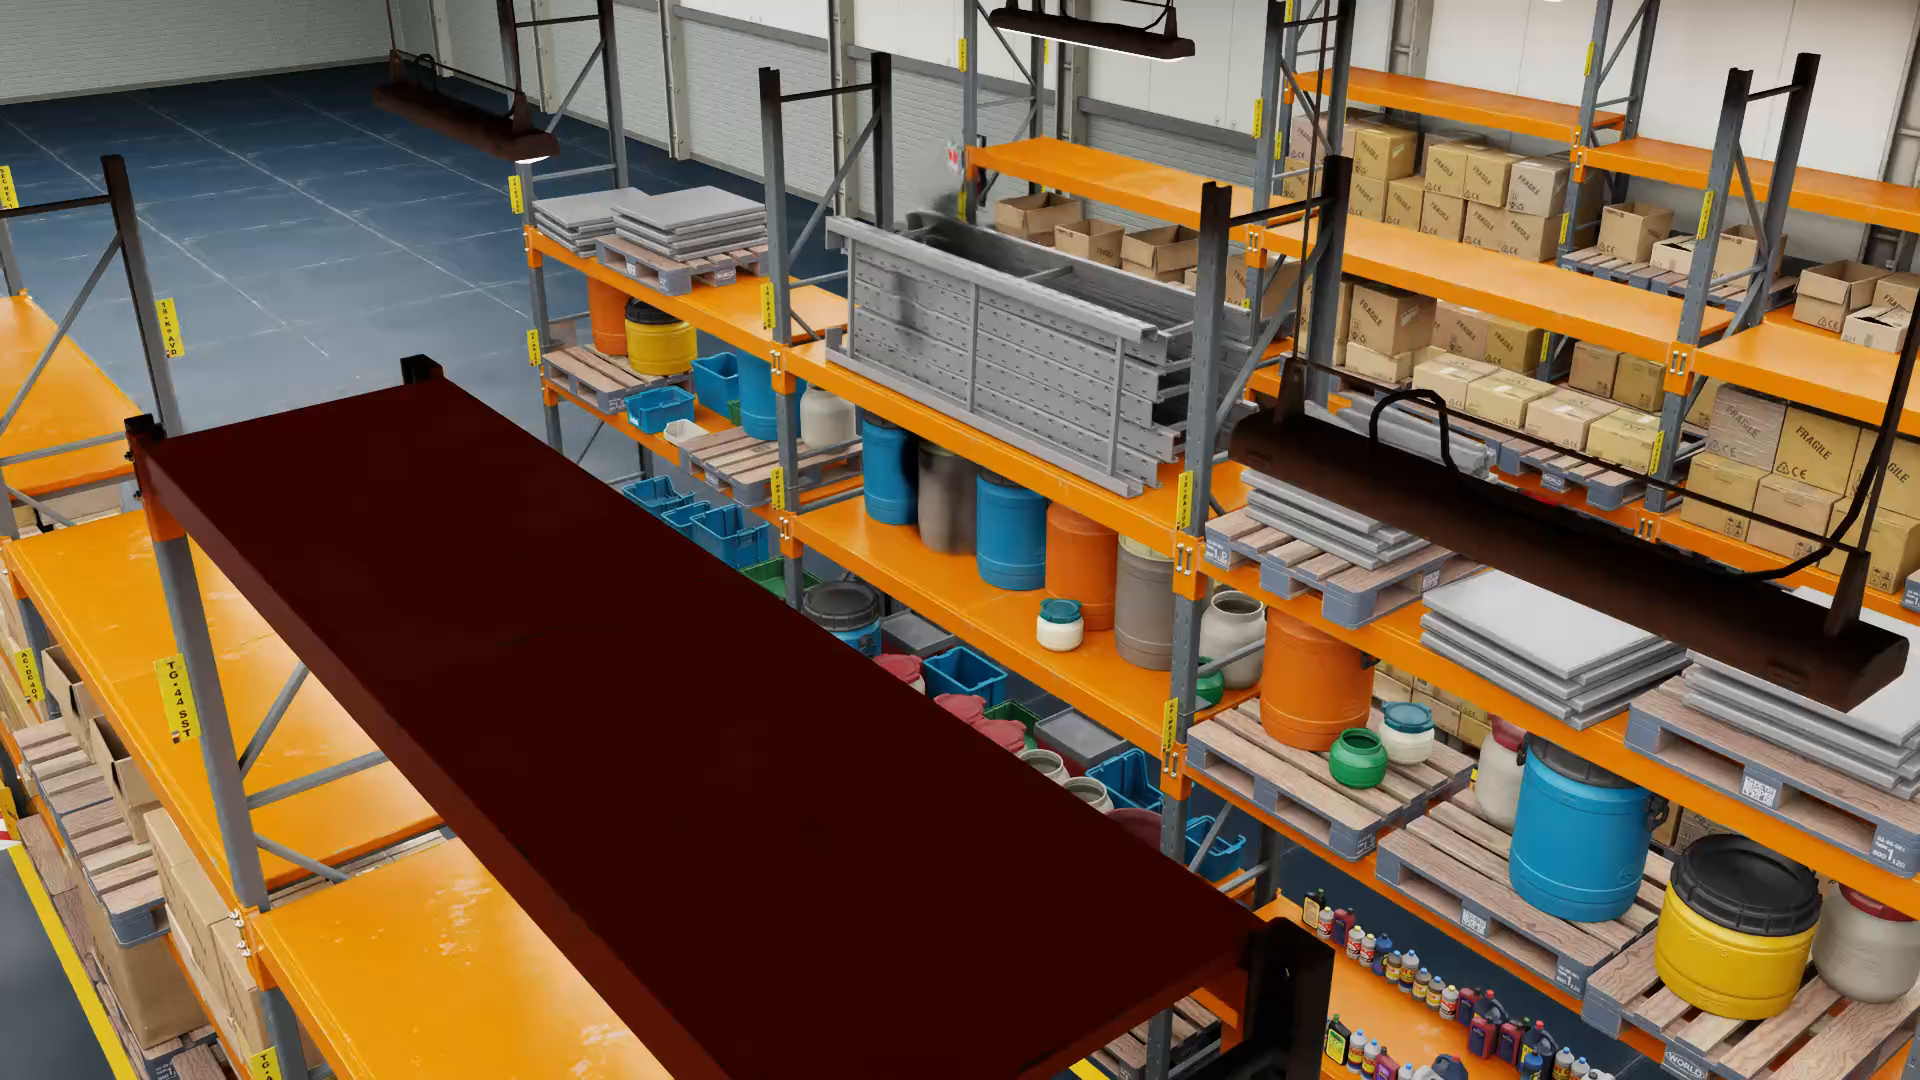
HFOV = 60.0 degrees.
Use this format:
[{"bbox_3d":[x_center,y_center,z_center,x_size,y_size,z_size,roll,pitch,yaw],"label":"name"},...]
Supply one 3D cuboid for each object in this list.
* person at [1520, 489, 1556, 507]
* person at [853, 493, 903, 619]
[{"bbox_3d":[5.511,0.063,16.207,0.685,1.676,0.666,21,33,36],"label":"person"},{"bbox_3d":[-0.778,0.055,15.665,0.515,1.623,0.543,17,31,31],"label":"person"}]
